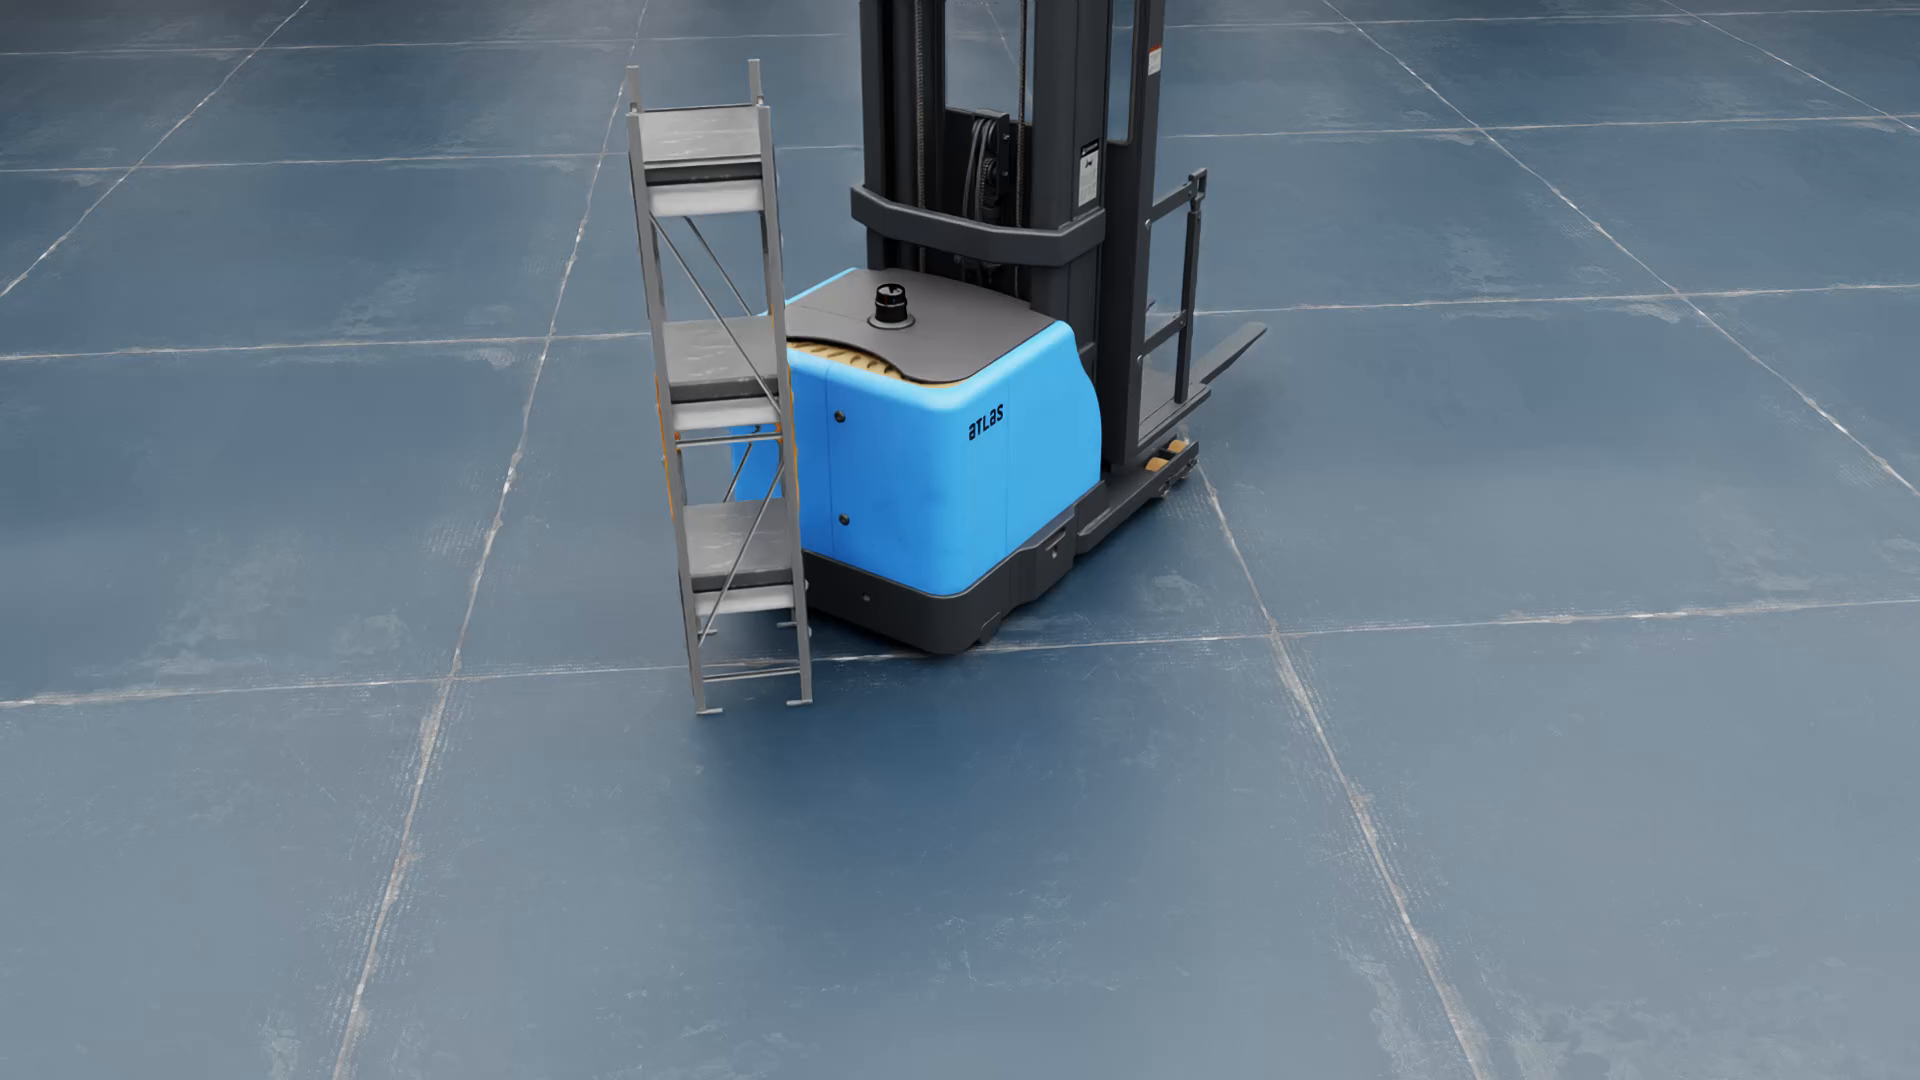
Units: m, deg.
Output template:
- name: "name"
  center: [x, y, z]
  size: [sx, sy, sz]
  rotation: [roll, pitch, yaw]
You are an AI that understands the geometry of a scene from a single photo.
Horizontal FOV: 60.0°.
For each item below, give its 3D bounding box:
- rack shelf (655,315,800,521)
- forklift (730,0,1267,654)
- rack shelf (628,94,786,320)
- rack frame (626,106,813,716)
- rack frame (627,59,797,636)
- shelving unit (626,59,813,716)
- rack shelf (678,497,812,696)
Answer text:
- name: "rack shelf"
  center: [-0.762, -0.424, 5.428]
  size: [0.431, 0.518, 0.480]
  rotation: [-5, 32, -8]
- name: "forklift"
  center: [0.375, -1.563, 6.508]
  size: [1.130, 2.935, 3.031]
  rotation: [19, 36, 28]
- name: "rack shelf"
  center: [-0.770, -1.021, 5.062]
  size: [0.431, 0.518, 0.480]
  rotation: [-5, 32, -8]
- name: "rack frame"
  center: [-0.723, -0.310, 5.216]
  size: [0.400, 2.100, 0.015]
  rotation: [-5, 32, -8]
- name: "rack frame"
  center: [-0.802, -0.562, 5.627]
  size: [0.400, 2.100, 0.015]
  rotation: [-5, 32, -8]
- name: "shelving unit"
  center: [-0.763, -0.436, 5.421]
  size: [0.431, 2.100, 0.503]
  rotation: [-5, 32, -8]
- name: "rack shelf"
  center: [-0.755, 0.172, 5.795]
  size: [0.431, 0.518, 0.480]
  rotation: [-5, 32, -8]
